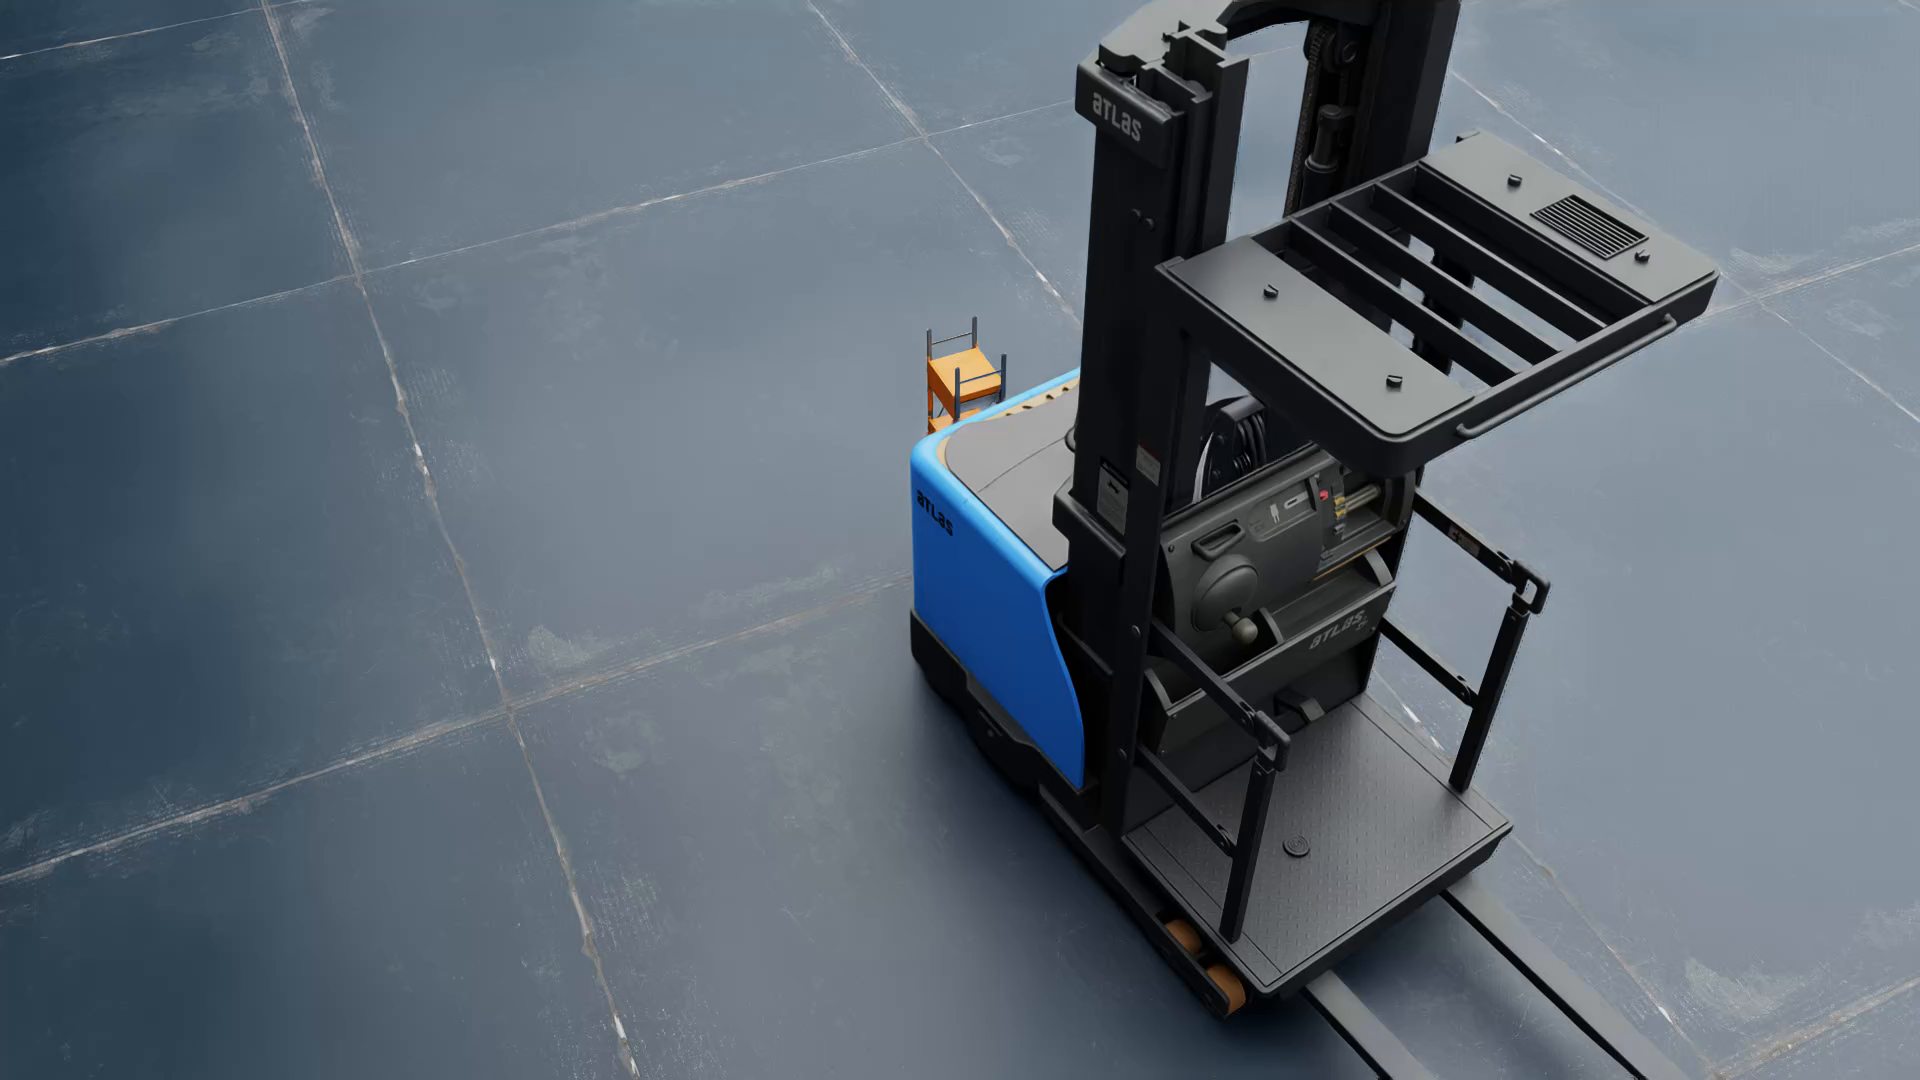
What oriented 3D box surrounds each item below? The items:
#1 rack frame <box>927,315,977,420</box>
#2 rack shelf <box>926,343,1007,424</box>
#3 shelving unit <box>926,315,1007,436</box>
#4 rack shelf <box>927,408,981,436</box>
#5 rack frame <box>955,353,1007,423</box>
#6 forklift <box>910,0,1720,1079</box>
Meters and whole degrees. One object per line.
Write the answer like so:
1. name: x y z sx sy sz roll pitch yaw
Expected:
1. rack frame: -0.029 -0.417 6.425 0.200 1.050 0.008 -18 47 -17
2. rack shelf: 0.022 -0.534 6.155 0.215 0.259 0.240 -18 47 -17
3. shelving unit: 0.022 -0.340 6.347 0.215 1.050 0.252 -18 47 -17
4. rack shelf: 0.022 -0.332 6.354 0.215 0.259 0.240 -18 47 -17
5. rack frame: 0.074 -0.262 6.268 0.200 1.050 0.008 -18 47 -17
6. forklift: 1.068 0.058 4.605 1.130 2.935 3.031 -26 50 -24
